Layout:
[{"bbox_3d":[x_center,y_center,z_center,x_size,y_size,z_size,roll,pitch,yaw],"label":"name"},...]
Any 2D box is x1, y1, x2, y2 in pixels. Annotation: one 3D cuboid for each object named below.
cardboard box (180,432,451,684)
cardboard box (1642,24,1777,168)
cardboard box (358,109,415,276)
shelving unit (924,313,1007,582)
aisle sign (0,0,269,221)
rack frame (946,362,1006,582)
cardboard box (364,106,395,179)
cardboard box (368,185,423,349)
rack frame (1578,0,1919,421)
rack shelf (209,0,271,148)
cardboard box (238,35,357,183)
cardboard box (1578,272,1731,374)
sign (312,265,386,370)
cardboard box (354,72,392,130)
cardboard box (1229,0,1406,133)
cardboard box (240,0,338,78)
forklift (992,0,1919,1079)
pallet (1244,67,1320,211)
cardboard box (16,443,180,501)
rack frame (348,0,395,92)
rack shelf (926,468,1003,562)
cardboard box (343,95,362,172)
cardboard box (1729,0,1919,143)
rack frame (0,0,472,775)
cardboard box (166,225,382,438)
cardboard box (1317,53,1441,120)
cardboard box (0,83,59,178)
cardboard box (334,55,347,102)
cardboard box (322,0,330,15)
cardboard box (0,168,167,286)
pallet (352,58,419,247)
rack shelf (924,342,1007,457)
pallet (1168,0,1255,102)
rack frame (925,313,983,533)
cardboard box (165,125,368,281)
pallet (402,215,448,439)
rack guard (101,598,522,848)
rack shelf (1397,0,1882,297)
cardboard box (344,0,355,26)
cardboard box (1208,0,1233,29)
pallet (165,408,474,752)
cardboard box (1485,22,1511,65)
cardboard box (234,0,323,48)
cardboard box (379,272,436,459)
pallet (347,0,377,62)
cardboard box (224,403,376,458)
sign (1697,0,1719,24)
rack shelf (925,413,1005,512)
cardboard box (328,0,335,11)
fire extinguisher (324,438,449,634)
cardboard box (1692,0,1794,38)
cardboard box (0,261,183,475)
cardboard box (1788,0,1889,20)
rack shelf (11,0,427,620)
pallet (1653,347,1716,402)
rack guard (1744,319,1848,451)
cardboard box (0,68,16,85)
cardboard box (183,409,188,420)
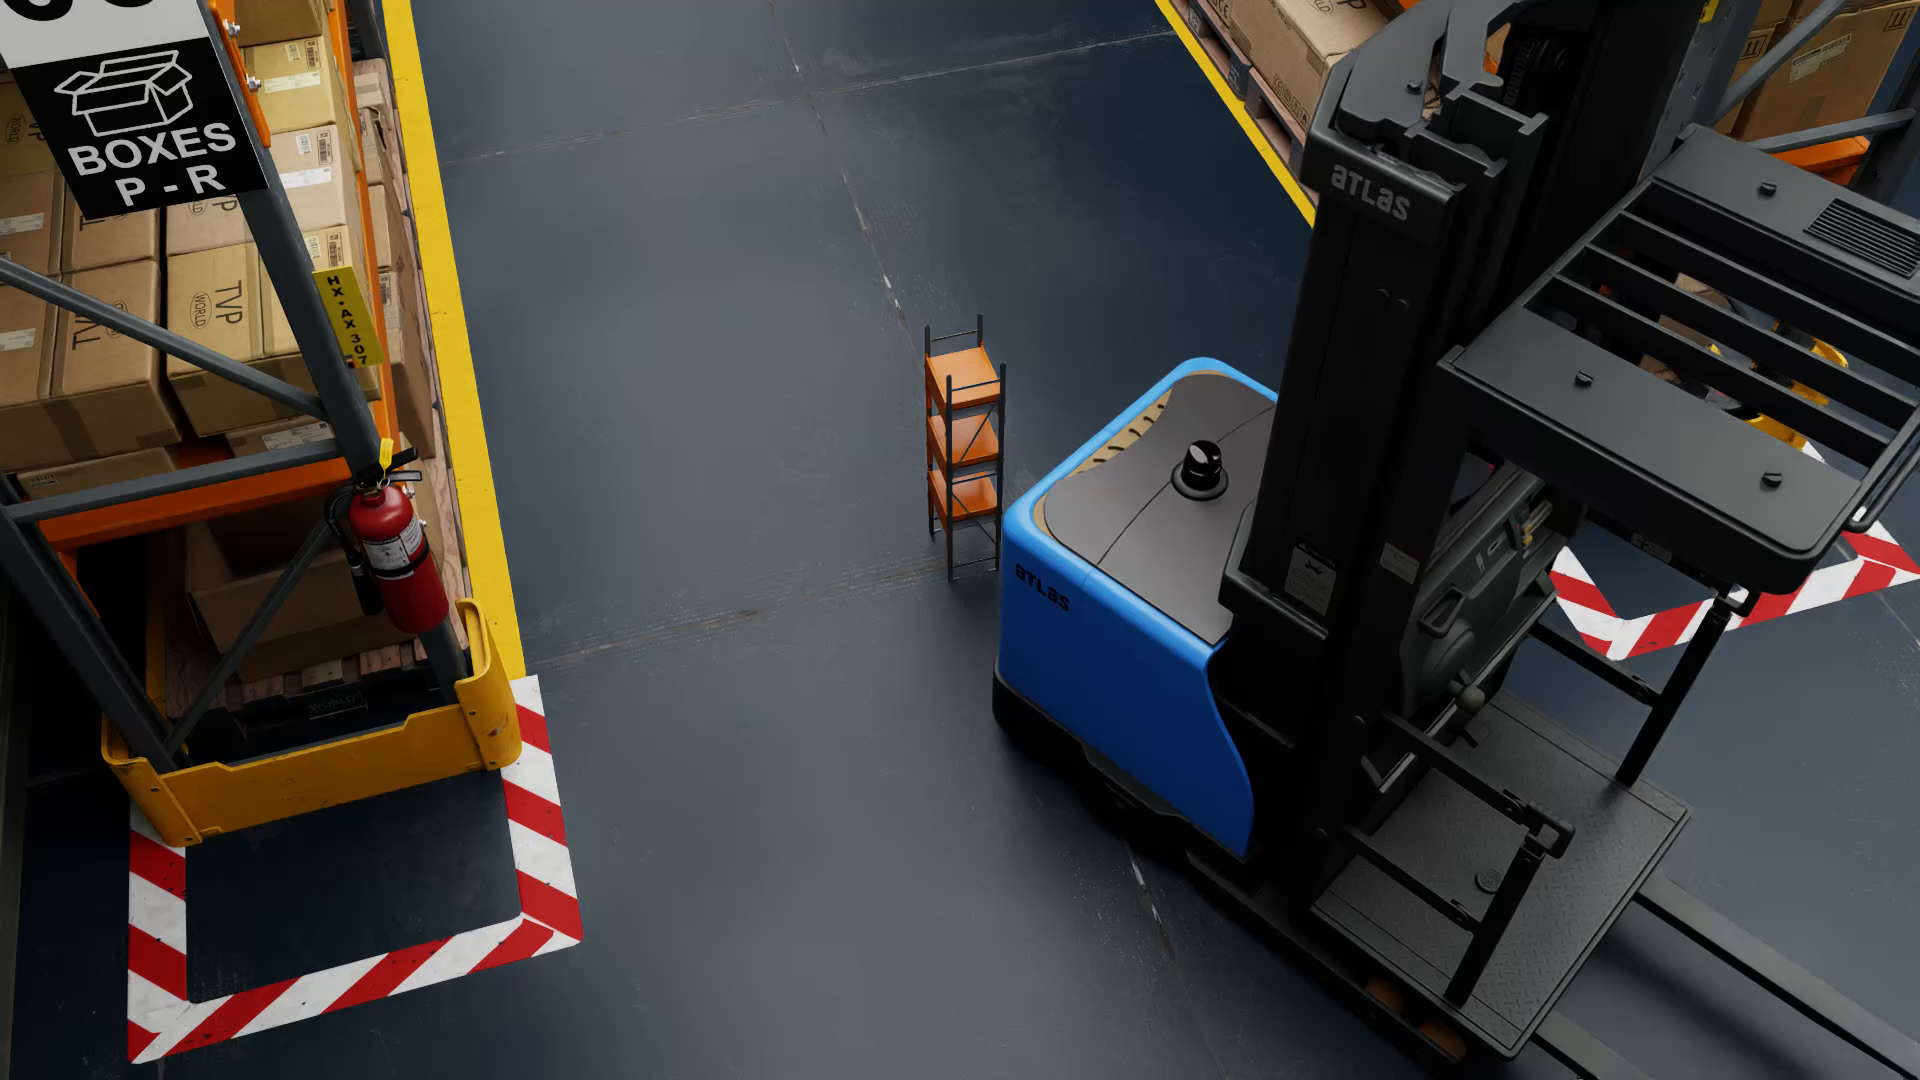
[{"bbox_3d":[-2.149,0.046,5.608,0.797,0.503,0.637,-15,52,-12],"label":"cardboard box"},{"bbox_3d":[2.287,-1.605,5.576,0.500,0.500,0.500,-13,51,-11],"label":"cardboard box"},{"bbox_3d":[-2.672,-1.345,6.782,0.700,0.500,0.500,-15,52,-12],"label":"cardboard box"},{"bbox_3d":[0.016,-0.299,5.816,0.215,1.050,0.252,-13,51,-11],"label":"shelving unit"},{"bbox_3d":[-1.758,-1.010,3.439,0.394,0.787,0.004,-13,51,-11],"label":"aisle sign"},{"bbox_3d":[0.052,-0.210,5.741,0.200,1.050,0.008,-13,51,-11],"label":"rack frame"},{"bbox_3d":[-2.691,-1.730,7.260,0.396,0.266,0.258,-12,51,-10],"label":"cardboard box"},{"bbox_3d":[-2.425,-0.995,6.487,0.500,0.500,0.500,-12,51,-10],"label":"cardboard box"},{"bbox_3d":[2.682,-1.280,5.368,1.000,3.000,0.127,-13,51,-11],"label":"rack frame"},{"bbox_3d":[-2.650,-2.351,4.779,1.077,0.370,4.000,-13,51,-11],"label":"rack shelf"},{"bbox_3d":[-2.238,-1.333,5.315,0.500,0.250,0.500,-14,51,-12],"label":"cardboard box"},{"bbox_3d":[2.391,-1.049,6.574,0.875,0.438,0.875,-15,51,-12],"label":"cardboard box"},{"bbox_3d":[-1.540,-0.557,4.192,0.100,0.325,0.005,-13,51,-11],"label":"sign"},{"bbox_3d":[-2.796,-1.953,7.524,0.380,0.149,0.250,-15,51,-12],"label":"cardboard box"},{"bbox_3d":[1.848,-2.375,7.691,0.875,0.438,0.875,-15,51,-12],"label":"cardboard box"},{"bbox_3d":[-2.409,-1.702,5.626,0.500,0.250,0.500,-15,51,-12],"label":"cardboard box"},{"bbox_3d":[1.535,0.167,4.193,3.031,2.935,1.130,35,58,26],"label":"forklift"},{"bbox_3d":[2.014,-1.837,7.661,1.003,0.211,1.213,-13,51,-11],"label":"pallet"},{"bbox_3d":[-2.413,-0.256,4.668,0.380,0.149,0.250,-14,51,-11],"label":"cardboard box"},{"bbox_3d":[-3.241,-3.077,6.882,1.000,3.000,0.127,-13,51,-11],"label":"rack frame"},{"bbox_3d":[0.016,-0.113,6.036,0.215,0.259,0.240,-13,51,-11],"label":"rack shelf"},{"bbox_3d":[-2.227,-1.329,5.573,0.380,0.149,0.250,-15,51,-12],"label":"cardboard box"},{"bbox_3d":[2.814,-1.728,5.680,0.500,0.500,0.500,-14,51,-11],"label":"cardboard box"},{"bbox_3d":[-2.059,-0.155,4.419,1.000,3.000,0.127,-13,51,-11],"label":"rack frame"},{"bbox_3d":[-1.935,-0.595,4.693,0.500,0.250,0.500,-13,51,-11],"label":"cardboard box"},{"bbox_3d":[2.113,-1.716,7.136,0.875,0.438,0.875,-12,51,-10],"label":"cardboard box"},{"bbox_3d":[-2.741,-1.218,5.219,0.500,0.250,0.500,-12,51,-10],"label":"cardboard box"},{"bbox_3d":[-2.325,-1.516,5.731,0.380,0.149,0.250,-12,51,-10],"label":"cardboard box"},{"bbox_3d":[-2.561,-2.078,5.943,0.500,0.250,0.500,-14,51,-11],"label":"cardboard box"},{"bbox_3d":[-2.599,-0.856,4.913,0.500,0.250,0.500,-13,51,-11],"label":"cardboard box"},{"bbox_3d":[-3.039,-1.676,7.525,1.003,0.211,1.213,-13,51,-11],"label":"pallet"},{"bbox_3d":[0.016,-0.475,5.607,0.215,0.259,0.240,-13,51,-11],"label":"rack shelf"},{"bbox_3d":[1.649,-2.730,8.413,1.003,0.211,1.213,-13,51,-11],"label":"pallet"},{"bbox_3d":[-0.020,-0.388,5.891,0.200,1.050,0.008,-13,51,-11],"label":"rack frame"},{"bbox_3d":[-2.085,-0.963,5.004,0.500,0.250,0.500,-13,51,-11],"label":"cardboard box"},{"bbox_3d":[-2.675,-0.784,6.773,1.003,0.211,1.213,-13,51,-11],"label":"pallet"},{"bbox_3d":[-2.081,0.595,5.422,1.175,0.500,0.348,-13,51,-11],"label":"rack guard"},{"bbox_3d":[2.091,-2.509,6.874,1.077,0.370,4.000,-13,51,-11],"label":"rack shelf"},{"bbox_3d":[-3.170,-2.811,8.018,0.500,0.500,0.500,-11,51,-9],"label":"cardboard box"},{"bbox_3d":[1.582,-3.029,8.242,0.875,0.438,0.875,-14,51,-12],"label":"cardboard box"},{"bbox_3d":[-2.318,0.106,6.023,1.003,0.211,1.213,-13,51,-11],"label":"pallet"},{"bbox_3d":[2.152,-1.975,5.888,0.500,0.500,0.500,-14,51,-12],"label":"cardboard box"},{"bbox_3d":[-2.379,-1.932,5.330,0.500,0.500,0.500,-12,51,-10],"label":"cardboard box"},{"bbox_3d":[-2.365,-0.586,6.143,0.700,0.500,0.500,-11,51,-9],"label":"cardboard box"},{"bbox_3d":[-3.518,-2.764,8.442,1.003,0.211,1.213,-13,51,-11],"label":"pallet"},{"bbox_3d":[-1.894,-0.377,4.770,0.380,0.149,0.250,-14,51,-11],"label":"cardboard box"},{"bbox_3d":[2.160,-1.617,4.739,0.100,0.325,0.005,-13,51,-11],"label":"sign"},{"bbox_3d":[0.016,-0.292,5.824,0.215,0.259,0.240,-13,51,-11],"label":"rack shelf"},{"bbox_3d":[-2.554,-2.073,6.200,0.380,0.149,0.250,-14,51,-12],"label":"cardboard box"},{"bbox_3d":[-1.574,-0.007,4.589,0.296,0.674,0.183,-13,51,-11],"label":"fire extinguisher"},{"bbox_3d":[2.312,-1.933,5.198,0.500,0.500,0.500,-12,51,-10],"label":"cardboard box"},{"bbox_3d":[-2.448,-0.479,4.595,0.500,0.250,0.500,-12,51,-10],"label":"cardboard box"},{"bbox_3d":[2.812,-2.050,5.297,0.500,0.500,0.500,-14,51,-12],"label":"cardboard box"},{"bbox_3d":[-2.650,-1.384,5.926,1.077,0.370,4.000,-13,51,-11],"label":"rack shelf"},{"bbox_3d":[2.371,-0.948,6.911,1.003,0.211,1.213,-13,51,-11],"label":"pallet"},{"bbox_3d":[2.689,-0.457,6.308,1.175,0.500,0.348,-13,51,-11],"label":"rack guard"},{"bbox_3d":[-2.896,-1.600,5.541,0.500,0.250,0.500,-13,51,-11],"label":"cardboard box"},{"bbox_3d":[-2.429,-0.455,4.836,0.380,0.149,0.250,-12,51,-10],"label":"cardboard box"}]
